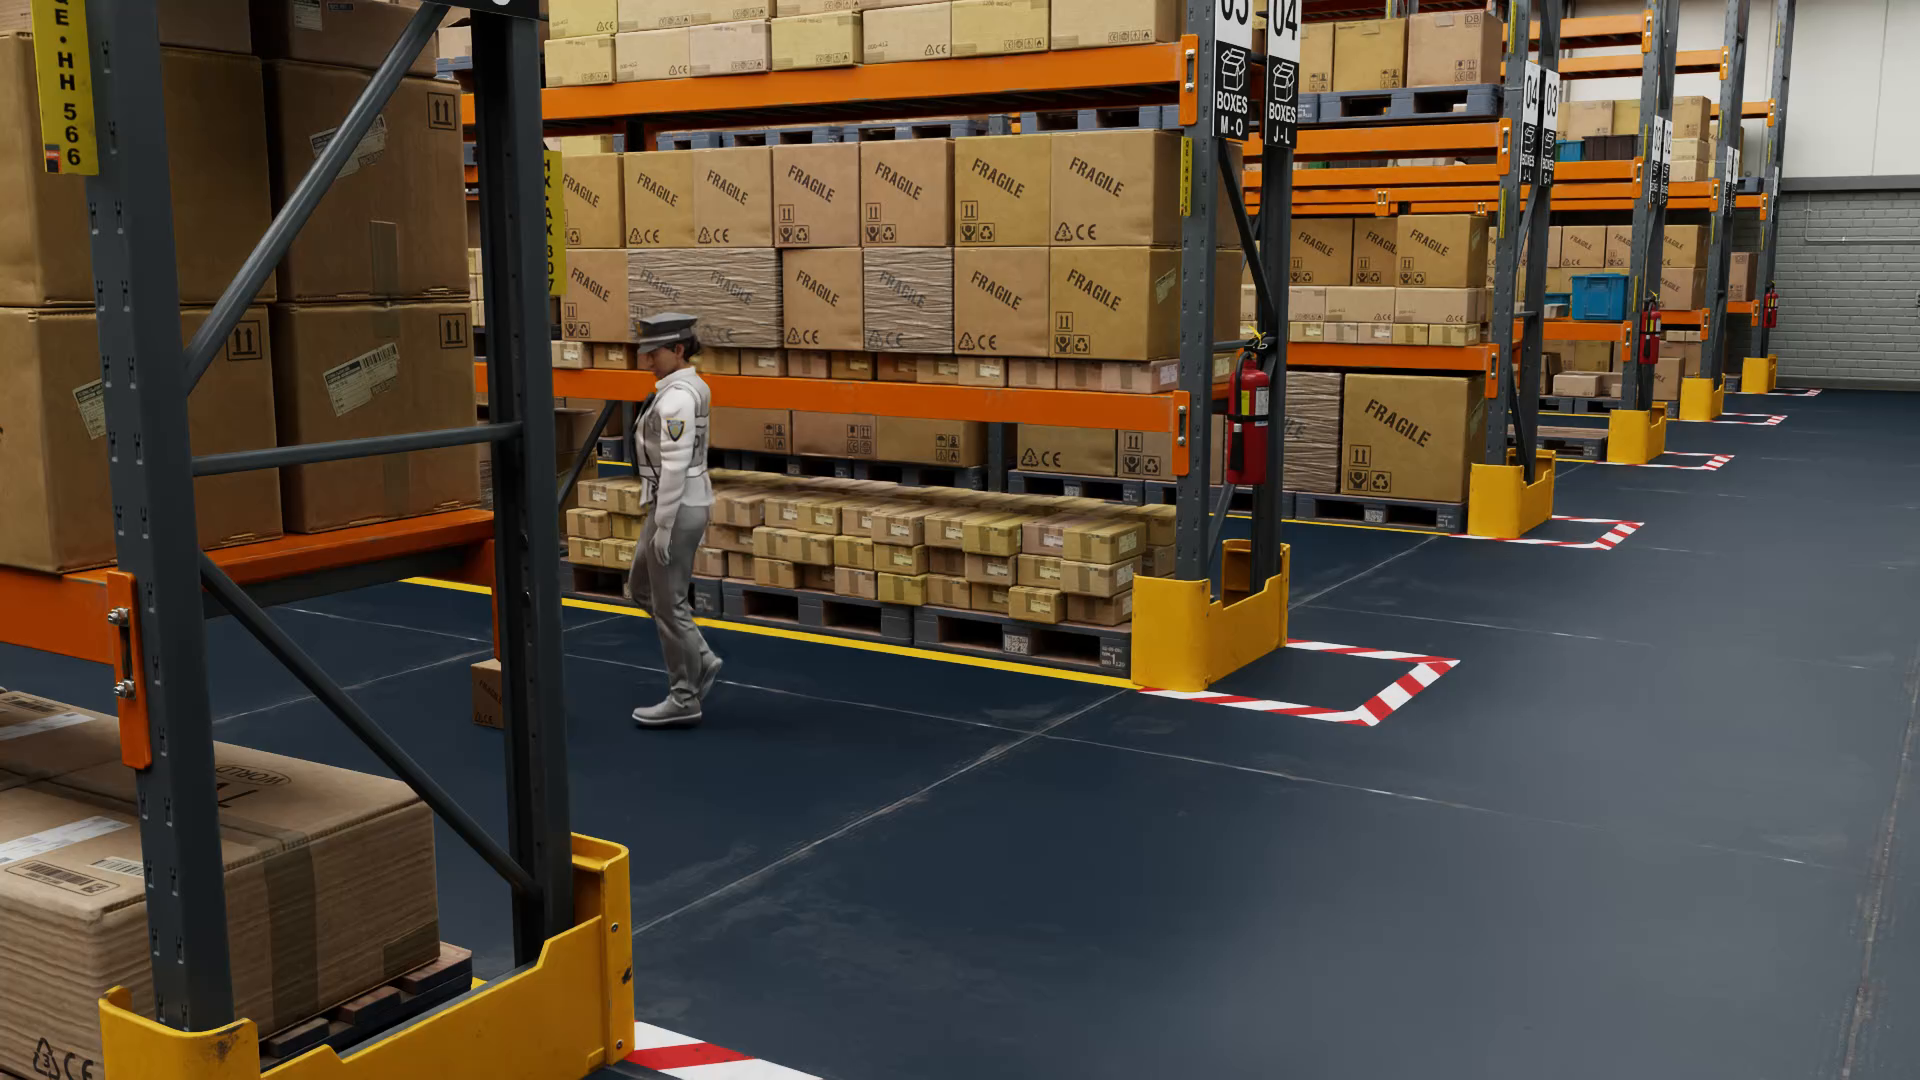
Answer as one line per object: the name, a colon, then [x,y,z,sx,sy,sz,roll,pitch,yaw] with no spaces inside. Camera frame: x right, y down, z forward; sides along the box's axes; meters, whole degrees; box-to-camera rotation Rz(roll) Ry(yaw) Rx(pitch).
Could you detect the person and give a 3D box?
person: [-1.186,-0.081,6.726,0.400,1.667,0.513,0,10,-1]
